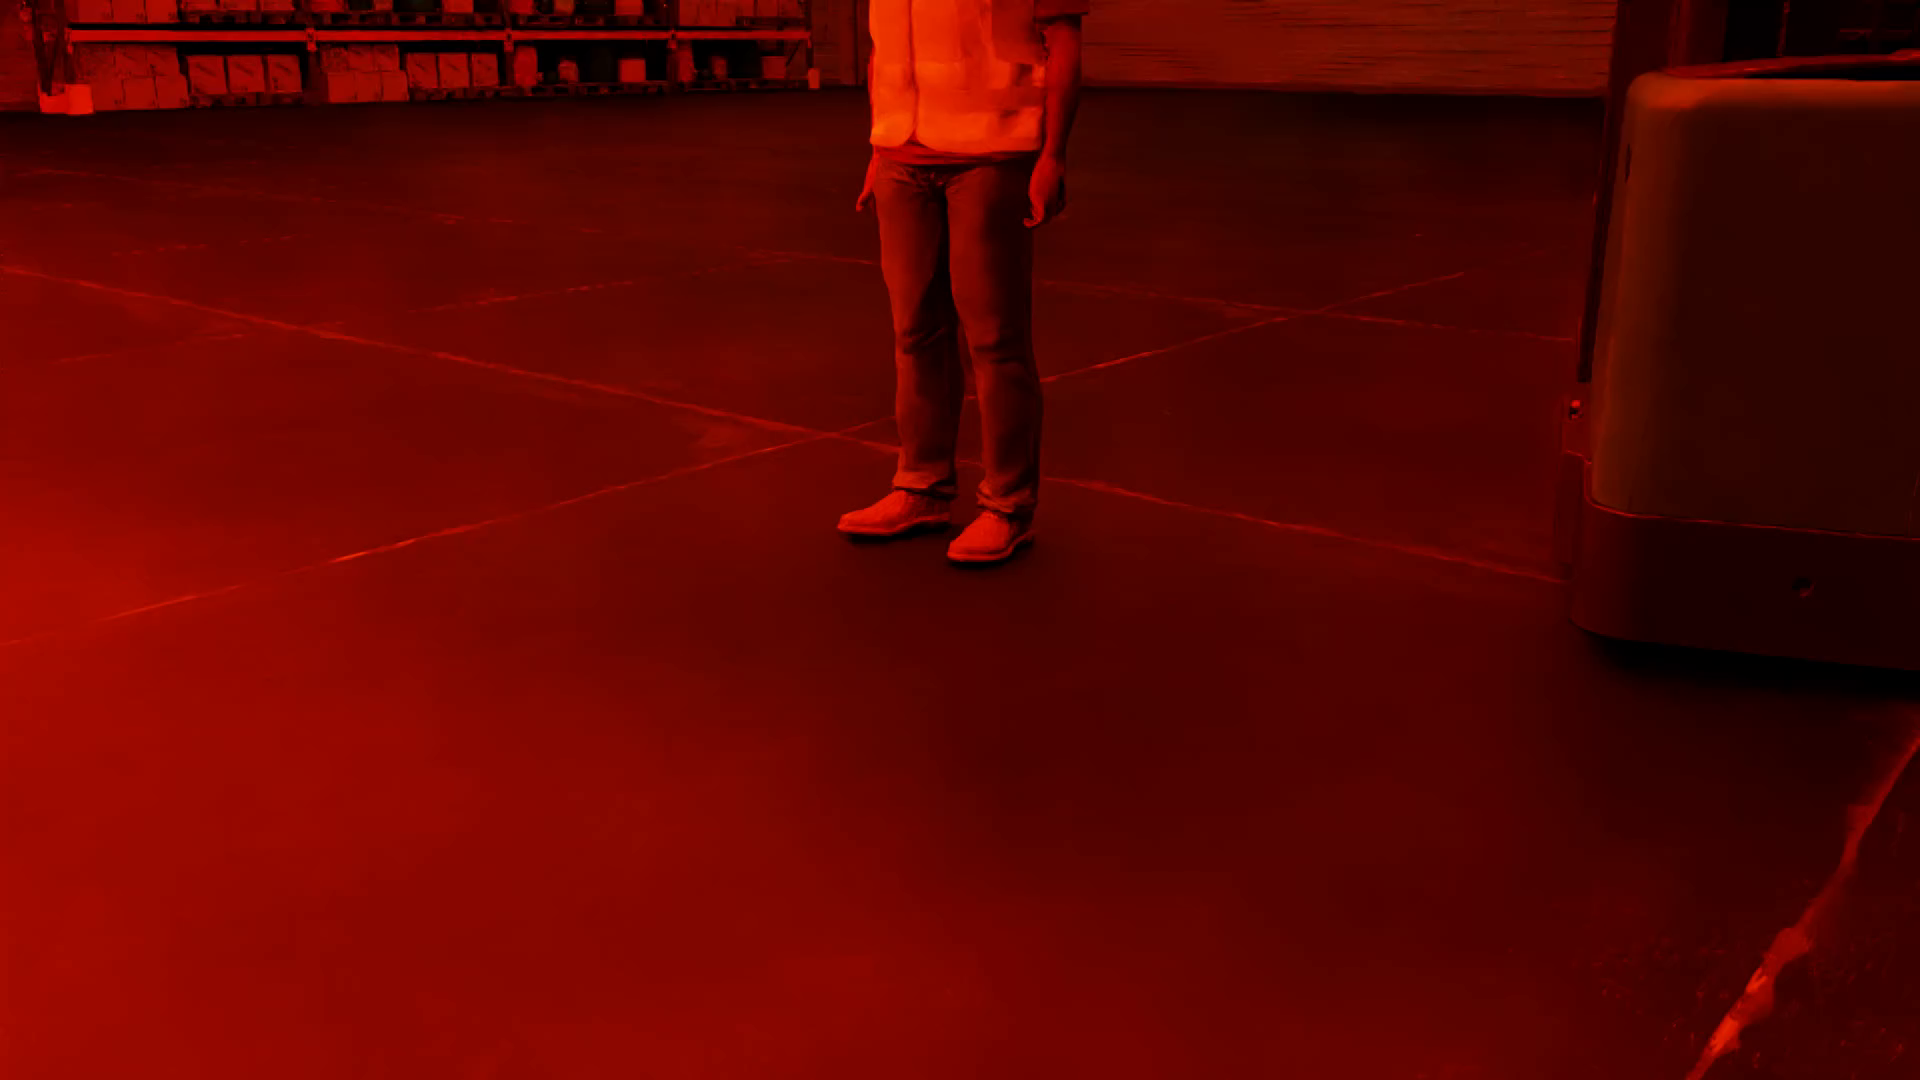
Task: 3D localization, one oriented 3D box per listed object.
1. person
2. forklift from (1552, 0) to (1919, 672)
[{"bbox_3d":[-0.008,-0.843,3.675,0.559,1.771,0.366,13,21,37],"label":"person"},{"bbox_3d":[1.961,-1.329,3.425,1.129,2.843,1.939,6,18,19],"label":"forklift"}]
